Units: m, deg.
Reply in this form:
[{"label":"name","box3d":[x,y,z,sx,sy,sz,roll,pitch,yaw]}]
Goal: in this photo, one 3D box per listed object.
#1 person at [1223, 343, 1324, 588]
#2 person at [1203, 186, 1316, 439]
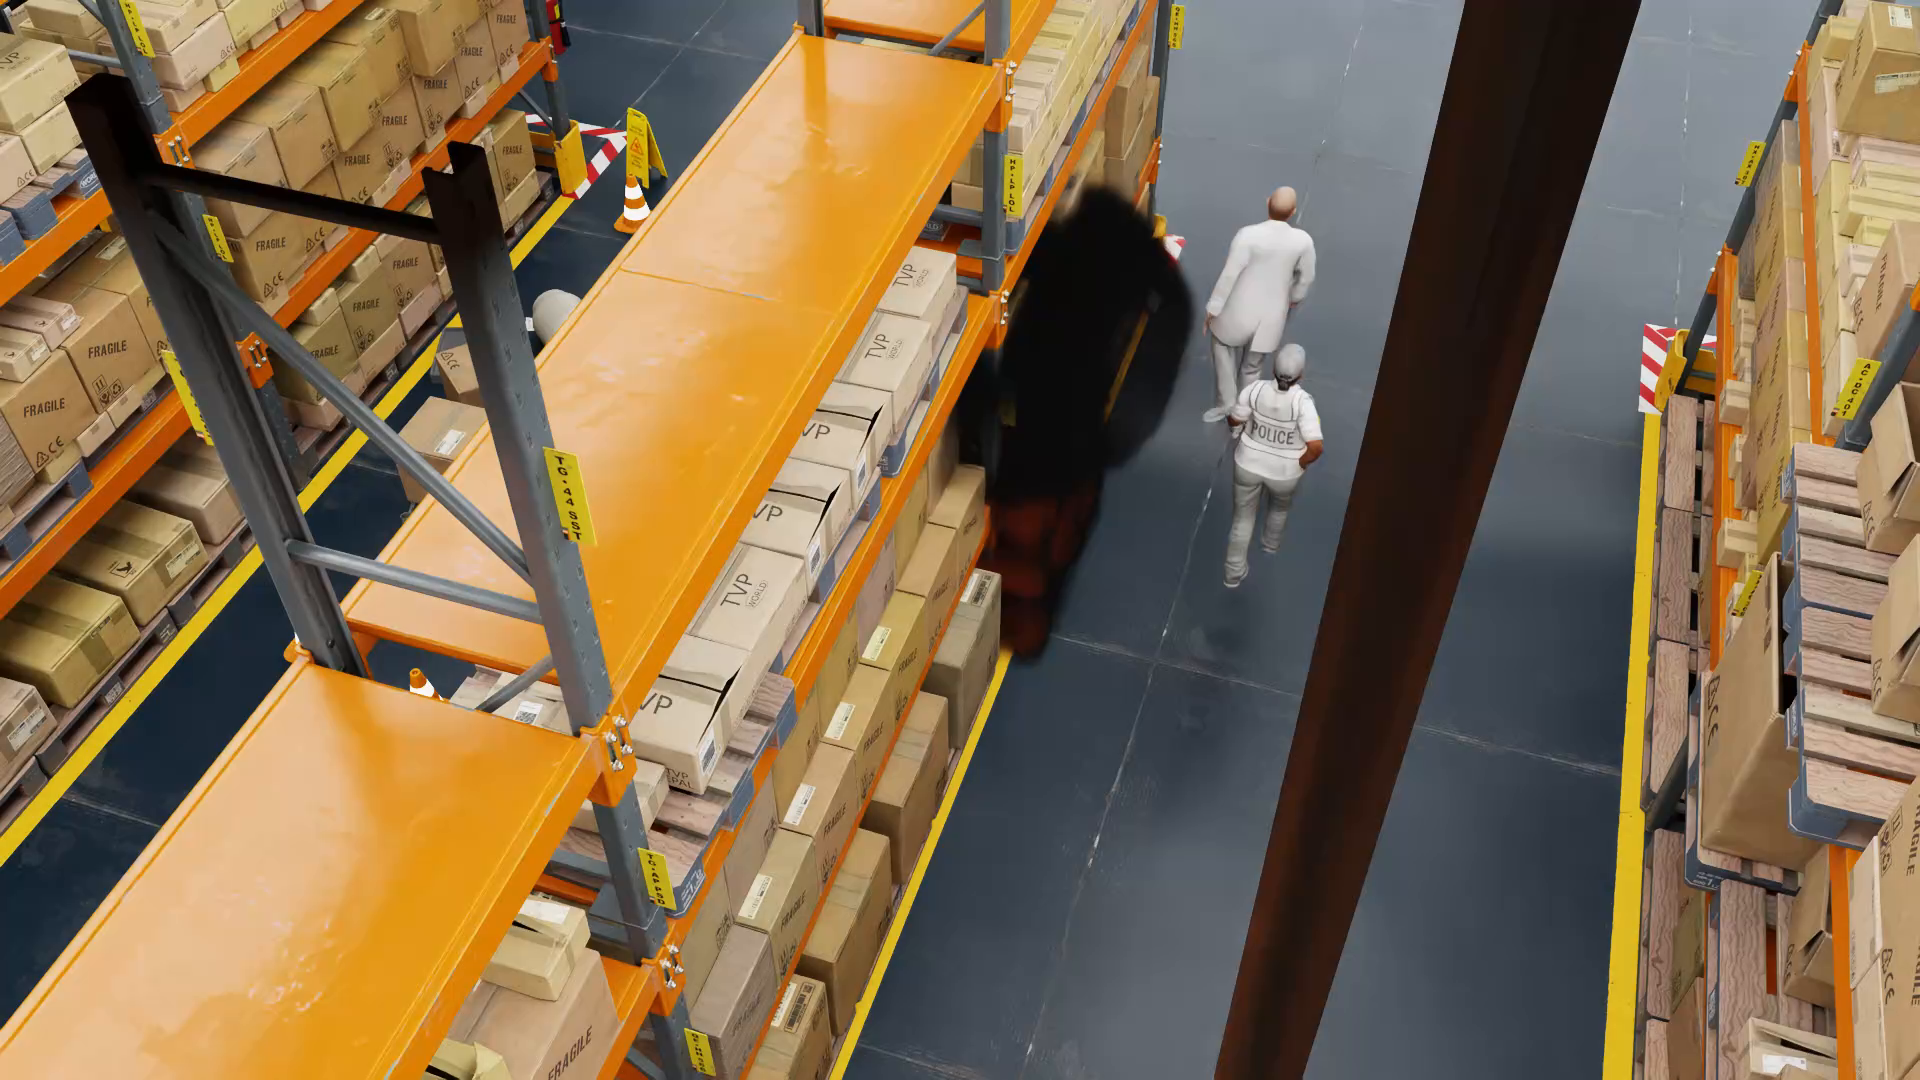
[{"label":"person","box3d":[1.858,-0.421,9.993,0.604,1.751,0.702,15,48,14]},{"label":"person","box3d":[1.955,-1.492,10.994,0.740,1.759,0.587,-4,46,-4]}]
